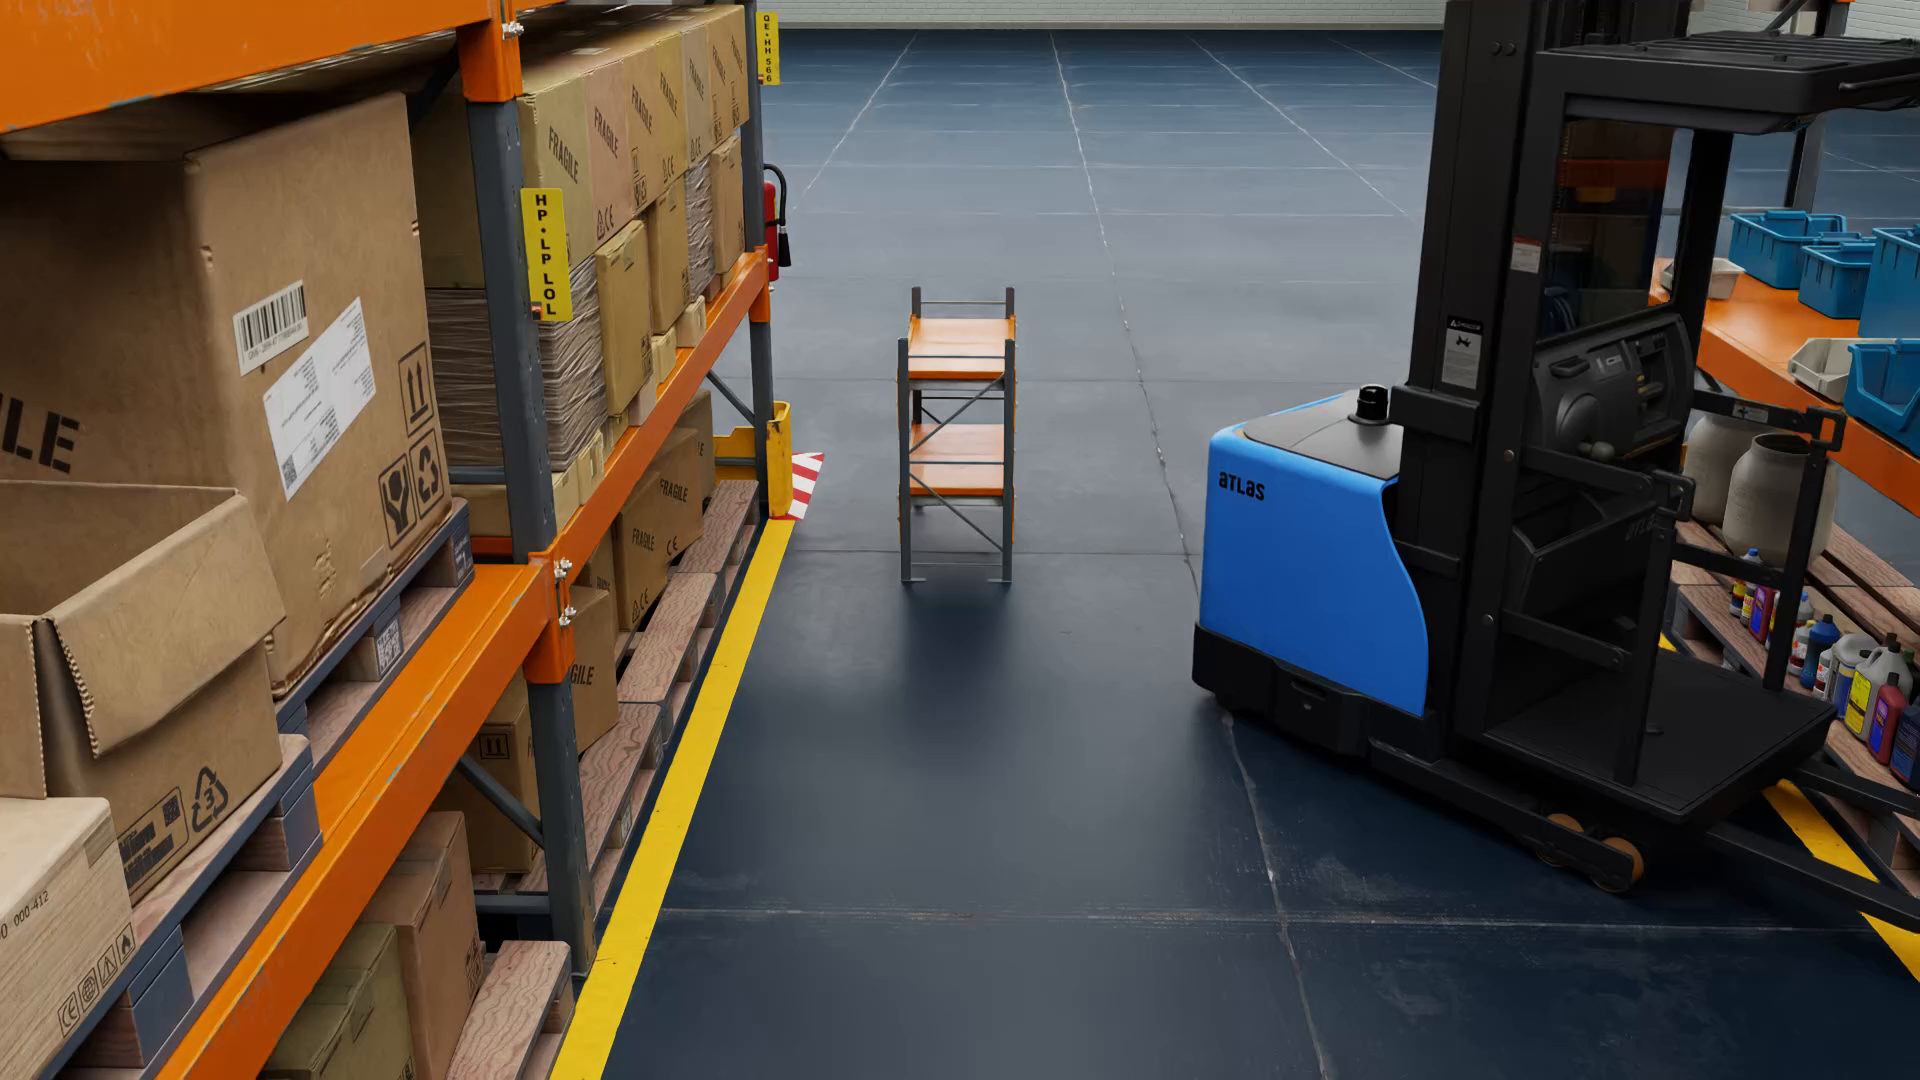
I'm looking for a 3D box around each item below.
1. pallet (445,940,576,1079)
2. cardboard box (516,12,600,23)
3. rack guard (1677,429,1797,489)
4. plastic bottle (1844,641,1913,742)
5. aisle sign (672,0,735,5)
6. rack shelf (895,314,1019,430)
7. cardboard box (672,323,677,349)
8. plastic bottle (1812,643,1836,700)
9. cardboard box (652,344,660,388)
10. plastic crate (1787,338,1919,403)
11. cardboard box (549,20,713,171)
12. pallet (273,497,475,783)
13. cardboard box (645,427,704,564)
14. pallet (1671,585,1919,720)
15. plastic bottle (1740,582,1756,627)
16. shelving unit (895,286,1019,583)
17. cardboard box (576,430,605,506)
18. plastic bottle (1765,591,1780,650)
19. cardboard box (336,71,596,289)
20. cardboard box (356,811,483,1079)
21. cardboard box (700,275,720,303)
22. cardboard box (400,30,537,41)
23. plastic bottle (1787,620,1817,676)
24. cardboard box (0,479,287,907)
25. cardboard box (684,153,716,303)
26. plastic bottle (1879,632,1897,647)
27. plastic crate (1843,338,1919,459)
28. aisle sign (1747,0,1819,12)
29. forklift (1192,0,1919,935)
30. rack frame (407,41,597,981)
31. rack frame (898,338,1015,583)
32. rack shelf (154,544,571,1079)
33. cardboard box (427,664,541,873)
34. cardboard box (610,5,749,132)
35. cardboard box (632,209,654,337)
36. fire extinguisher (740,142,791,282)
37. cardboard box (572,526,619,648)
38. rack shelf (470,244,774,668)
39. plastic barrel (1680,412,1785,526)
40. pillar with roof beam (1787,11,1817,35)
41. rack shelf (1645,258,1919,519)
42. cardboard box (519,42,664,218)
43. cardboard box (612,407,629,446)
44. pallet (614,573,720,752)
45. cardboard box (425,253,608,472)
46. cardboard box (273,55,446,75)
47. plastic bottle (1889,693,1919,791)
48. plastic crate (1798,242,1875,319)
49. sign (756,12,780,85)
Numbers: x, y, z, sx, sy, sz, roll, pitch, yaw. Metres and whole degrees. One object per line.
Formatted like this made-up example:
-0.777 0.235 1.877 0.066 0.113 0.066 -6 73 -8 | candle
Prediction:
-1.590 1.419 4.080 1.003 0.211 1.213 1 21 2 | pallet
-1.758 -1.884 6.805 0.500 0.500 0.500 1 21 2 | cardboard box
3.549 -0.361 8.268 1.175 0.500 0.348 1 21 2 | rack guard
3.130 0.500 5.648 0.144 0.351 0.185 1 21 1 | plastic bottle
-1.144 -2.840 7.607 0.394 0.787 0.004 1 21 2 | aisle sign
0.000 -0.795 7.713 0.538 0.278 1.000 1 21 2 | rack shelf
-1.266 -0.753 6.171 0.380 0.149 0.250 1 21 2 | cardboard box
3.115 0.468 5.937 0.097 0.201 0.097 0 21 0 | plastic bottle
-1.247 -0.572 5.704 0.380 0.149 0.250 1 21 2 | cardboard box
3.179 -0.575 5.729 0.530 0.136 0.437 1 21 2 | plastic crate
-1.243 -1.697 6.324 0.500 0.500 0.500 1 21 2 | cardboard box
-1.737 0.202 3.628 1.003 0.211 1.213 1 21 2 | pallet
-1.466 -0.197 7.265 0.500 0.500 0.500 6 22 16 | cardboard box
3.479 0.507 6.429 1.003 0.211 1.213 1 21 2 | pallet
3.135 0.235 6.537 0.097 0.201 0.097 0 21 0 | plastic bottle
0.000 -0.522 7.819 0.538 1.125 1.048 1 21 2 | shelving unit
-1.240 -0.210 4.771 0.380 0.149 0.250 1 21 2 | cardboard box
3.127 0.289 6.302 0.097 0.271 0.097 0 21 0 | plastic bottle
-1.300 -0.974 4.460 0.500 0.500 0.500 1 21 2 | cardboard box
-1.608 1.020 4.102 0.700 0.500 0.500 -1 21 -3 | cardboard box
-1.236 -1.115 7.102 0.380 0.149 0.250 1 21 2 | cardboard box
-1.780 -1.522 5.873 0.500 0.500 0.500 1 21 2 | cardboard box
3.121 0.393 6.129 0.097 0.201 0.097 0 21 0 | plastic bottle
-1.528 0.221 2.588 0.797 0.503 0.637 3 21 7 | cardboard box
-1.444 -1.233 6.511 0.875 0.500 0.500 1 21 2 | cardboard box
3.245 0.473 5.809 0.061 0.283 0.133 1 21 2 | plastic bottle
3.145 -0.442 5.226 0.499 0.251 0.616 1 21 2 | plastic crate
3.804 -2.789 7.476 0.394 0.787 0.004 1 21 2 | aisle sign
2.241 -0.473 5.197 1.130 2.935 3.031 -17 27 -37 | forklift
-1.568 -0.162 4.301 1.000 3.000 0.127 1 21 2 | rack frame
-0.016 -0.338 7.345 0.500 1.125 0.032 1 21 2 | rack frame
-1.629 0.896 2.567 1.077 0.370 4.000 1 21 2 | rack shelf
-1.516 0.663 5.049 0.500 0.500 0.500 0 21 0 | cardboard box
-1.216 -2.059 7.256 0.500 0.500 0.500 1 21 2 | cardboard box
-1.527 -0.872 5.580 0.875 0.500 0.500 1 21 2 | cardboard box
-0.982 -1.609 8.136 0.296 0.674 0.183 1 21 2 | fire extinguisher
-1.566 0.230 6.163 0.500 0.500 0.500 -1 21 -3 | cardboard box
-1.507 -0.550 6.295 1.077 0.370 4.000 1 21 2 | rack shelf
3.561 -0.351 7.647 0.421 0.512 0.421 0 21 0 | plastic barrel
10.677 -12.704 28.331 9.100 9.000 0.400 1 21 2 | pillar with roof beam
3.444 -0.496 6.154 1.077 0.370 4.000 1 21 2 | rack shelf
-1.271 -1.335 5.392 0.500 0.500 0.500 1 21 2 | cardboard box
-1.262 -0.391 5.238 0.380 0.149 0.250 1 21 2 | cardboard box
-1.548 0.452 6.572 1.003 0.211 1.213 1 21 2 | pallet
-1.492 -0.510 4.647 0.875 0.500 0.500 1 21 2 | cardboard box
-1.815 -1.160 4.941 0.500 0.500 0.500 1 21 2 | cardboard box
3.120 0.616 5.347 0.144 0.351 0.185 0 21 -1 | plastic bottle
3.763 -1.066 6.835 0.499 0.251 0.408 1 21 2 | plastic crate
-0.892 -2.283 7.727 0.100 0.325 0.005 1 21 2 | sign
